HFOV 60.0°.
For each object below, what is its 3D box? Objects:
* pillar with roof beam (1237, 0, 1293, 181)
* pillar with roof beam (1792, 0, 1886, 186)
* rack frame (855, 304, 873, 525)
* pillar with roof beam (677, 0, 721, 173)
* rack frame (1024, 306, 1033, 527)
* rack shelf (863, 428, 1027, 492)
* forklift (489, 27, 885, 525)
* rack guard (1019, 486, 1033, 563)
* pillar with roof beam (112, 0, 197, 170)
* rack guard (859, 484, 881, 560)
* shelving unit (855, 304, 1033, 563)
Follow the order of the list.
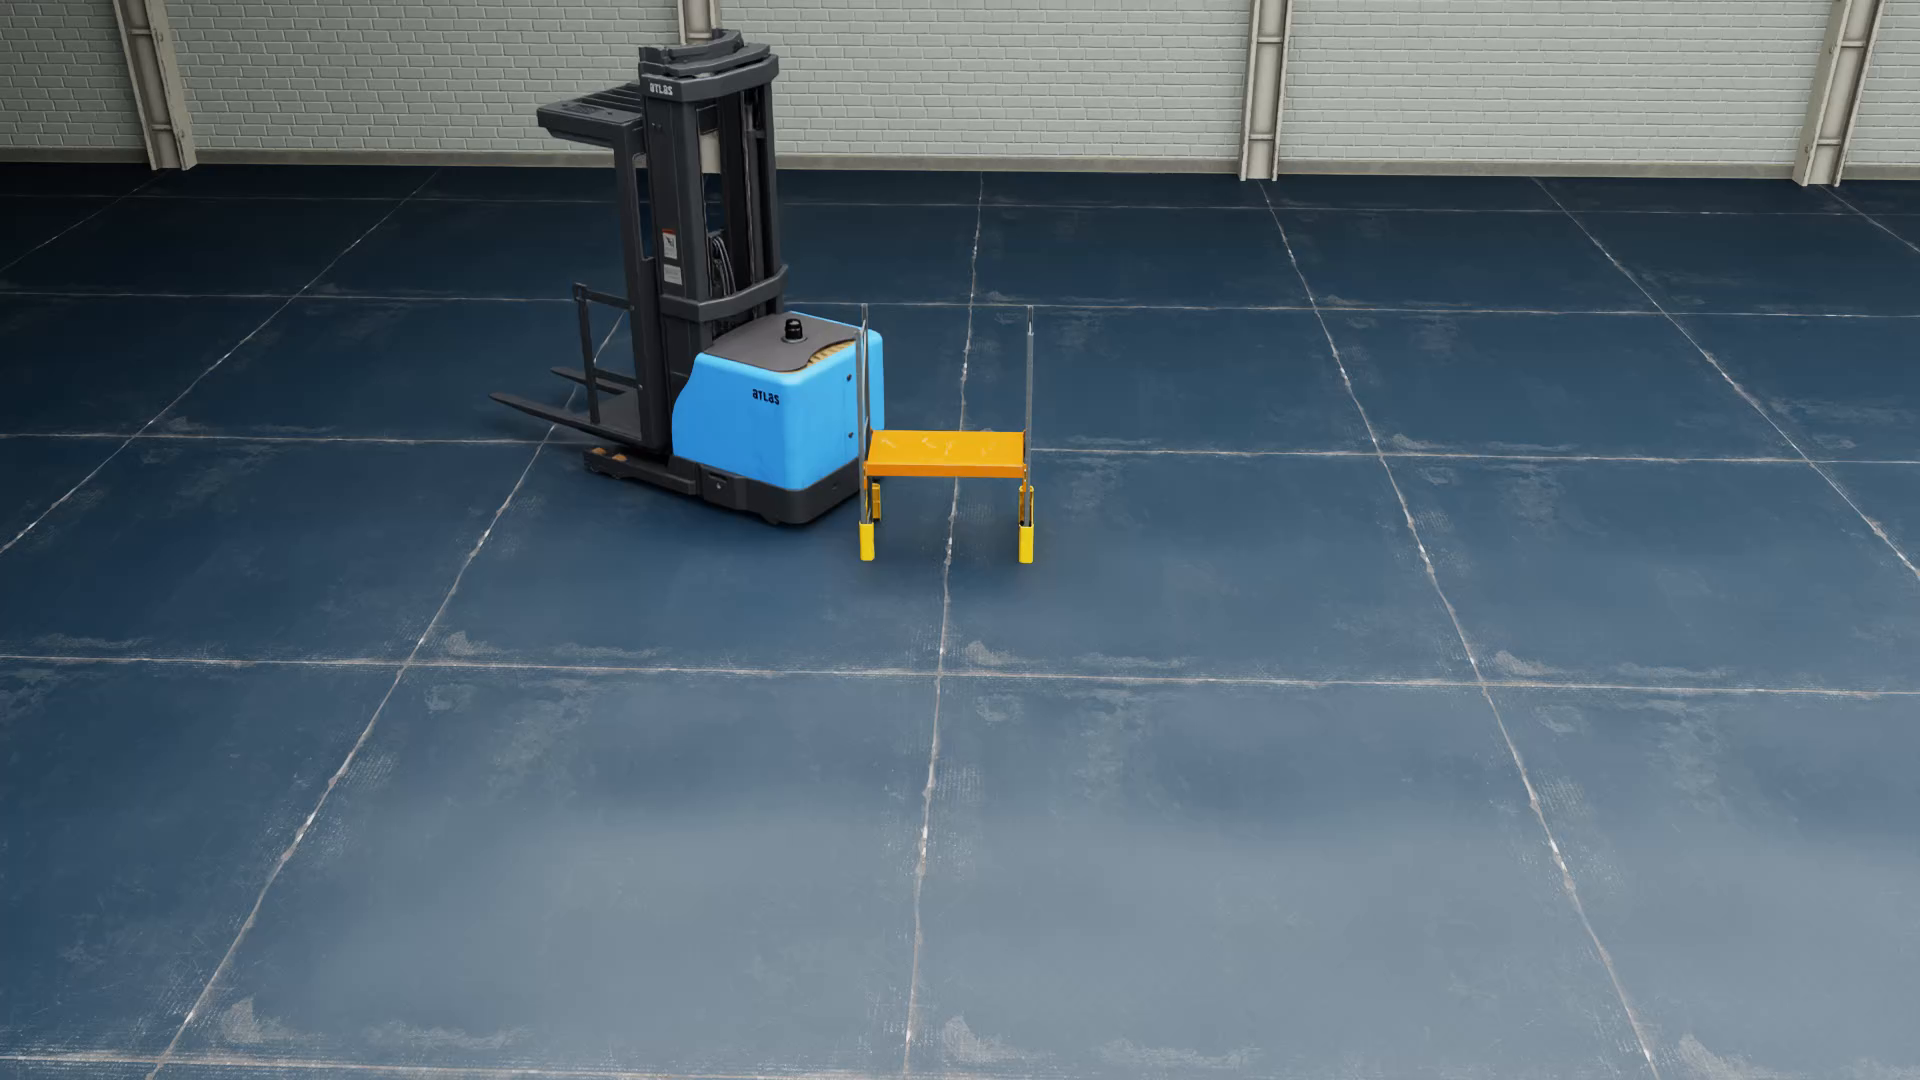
[{"bbox_3d":[3.091,-5.929,12.252,0.400,9.000,9.100,1,28,2],"label":"pillar with roof beam"},{"bbox_3d":[9.087,-5.830,12.065,0.400,9.000,9.100,1,28,2],"label":"pillar with roof beam"},{"bbox_3d":[-0.593,-0.672,10.343,0.032,1.500,0.500,1,28,2],"label":"rack frame"},{"bbox_3d":[-2.906,-6.028,12.439,0.400,9.000,9.100,1,28,2],"label":"pillar with roof beam"},{"bbox_3d":[0.423,-0.656,10.311,0.032,1.500,0.500,1,28,2],"label":"rack frame"},{"bbox_3d":[-0.085,-0.505,10.411,1.000,0.185,0.538,1,28,2],"label":"rack shelf"},{"bbox_3d":[-2.011,-1.906,11.142,3.031,2.935,1.130,17,32,29],"label":"forklift"},{"bbox_3d":[0.422,-0.103,10.604,0.087,0.250,0.587,1,28,2],"label":"rack guard"},{"bbox_3d":[-8.902,-6.127,12.626,0.400,9.000,9.100,1,28,2],"label":"pillar with roof beam"},{"bbox_3d":[-0.574,-0.120,10.635,0.087,0.250,0.587,1,28,2],"label":"rack guard"},{"bbox_3d":[-0.076,-0.664,10.327,1.083,1.500,0.587,1,28,2],"label":"shelving unit"}]
